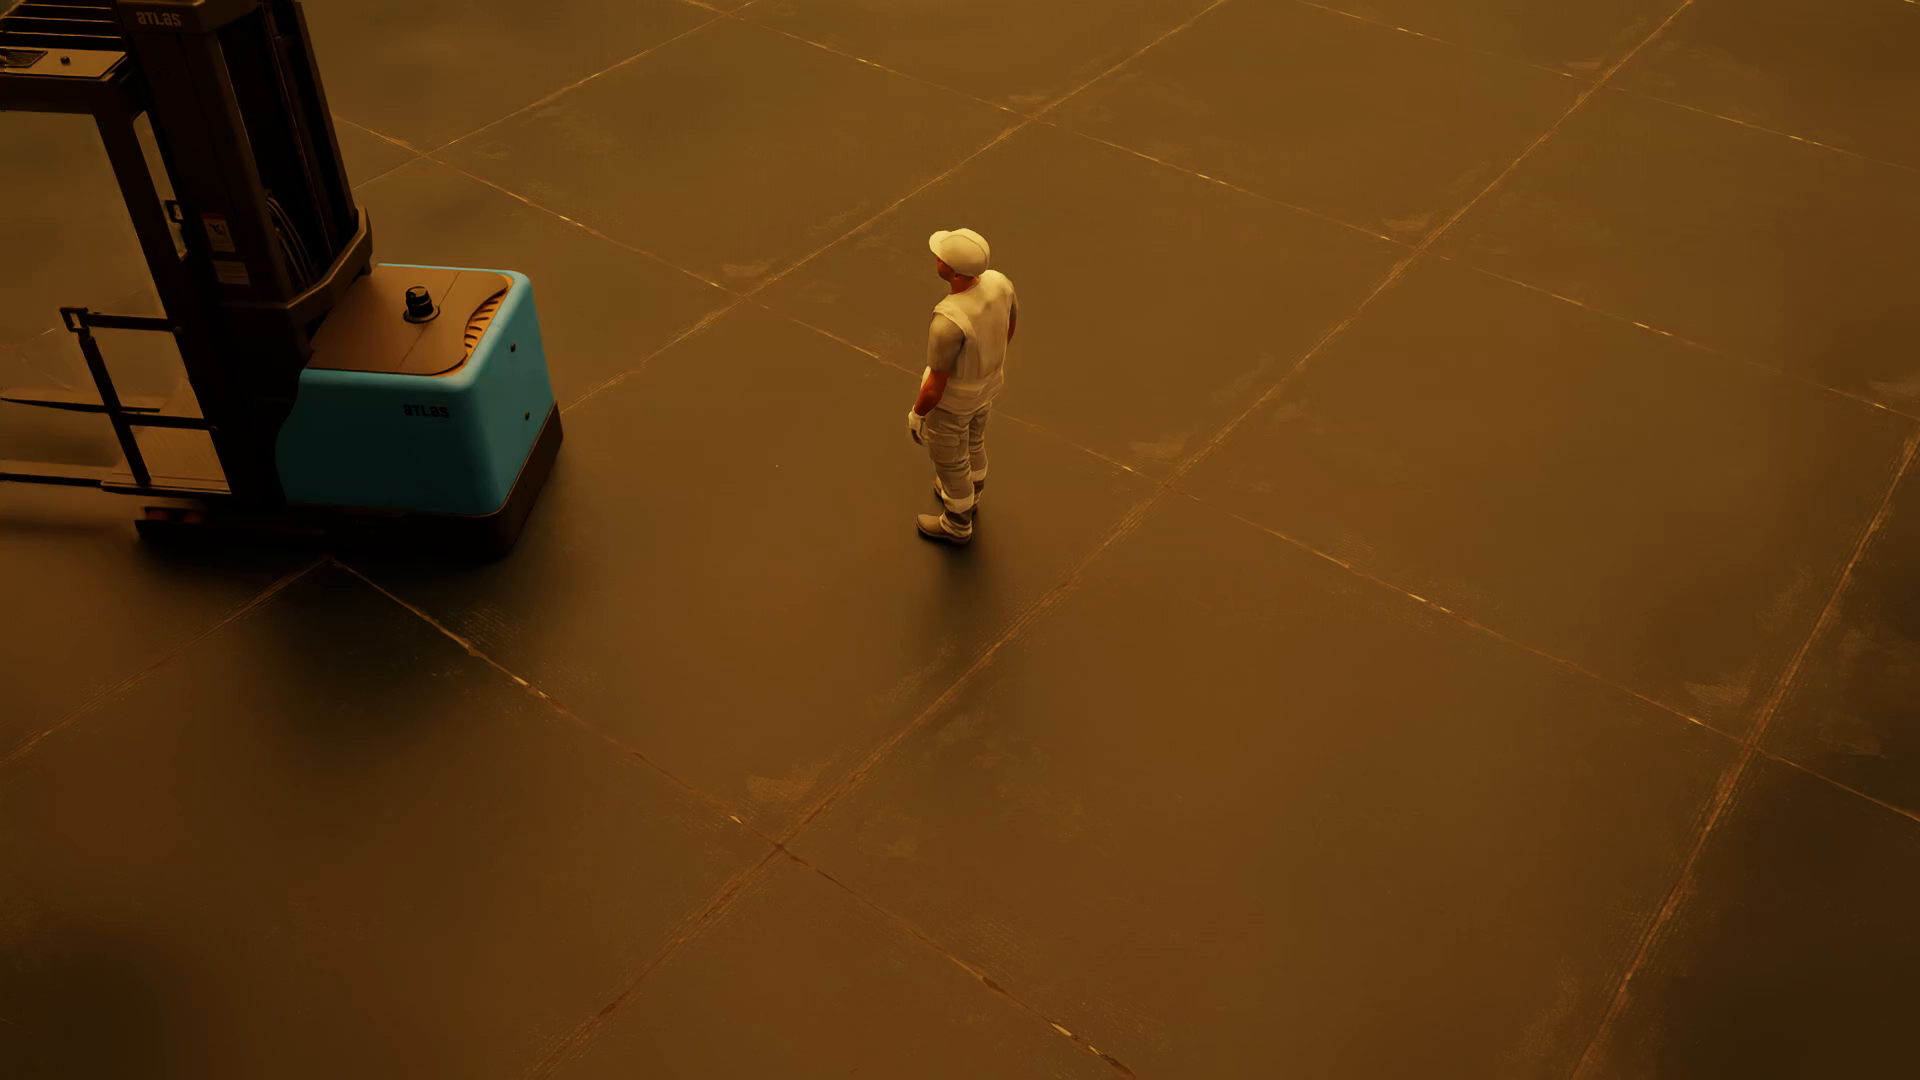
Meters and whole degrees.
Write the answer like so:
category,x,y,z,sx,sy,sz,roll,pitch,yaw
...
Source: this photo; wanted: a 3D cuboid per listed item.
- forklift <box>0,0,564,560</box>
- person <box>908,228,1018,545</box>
category,x,y,z,sx,sy,sz,roll,pitch,yaw
forklift,-3.663,-1.426,7.746,3.031,2.935,1.130,4,41,5
person,-0.056,-0.724,7.792,0.564,1.787,0.638,26,47,28
